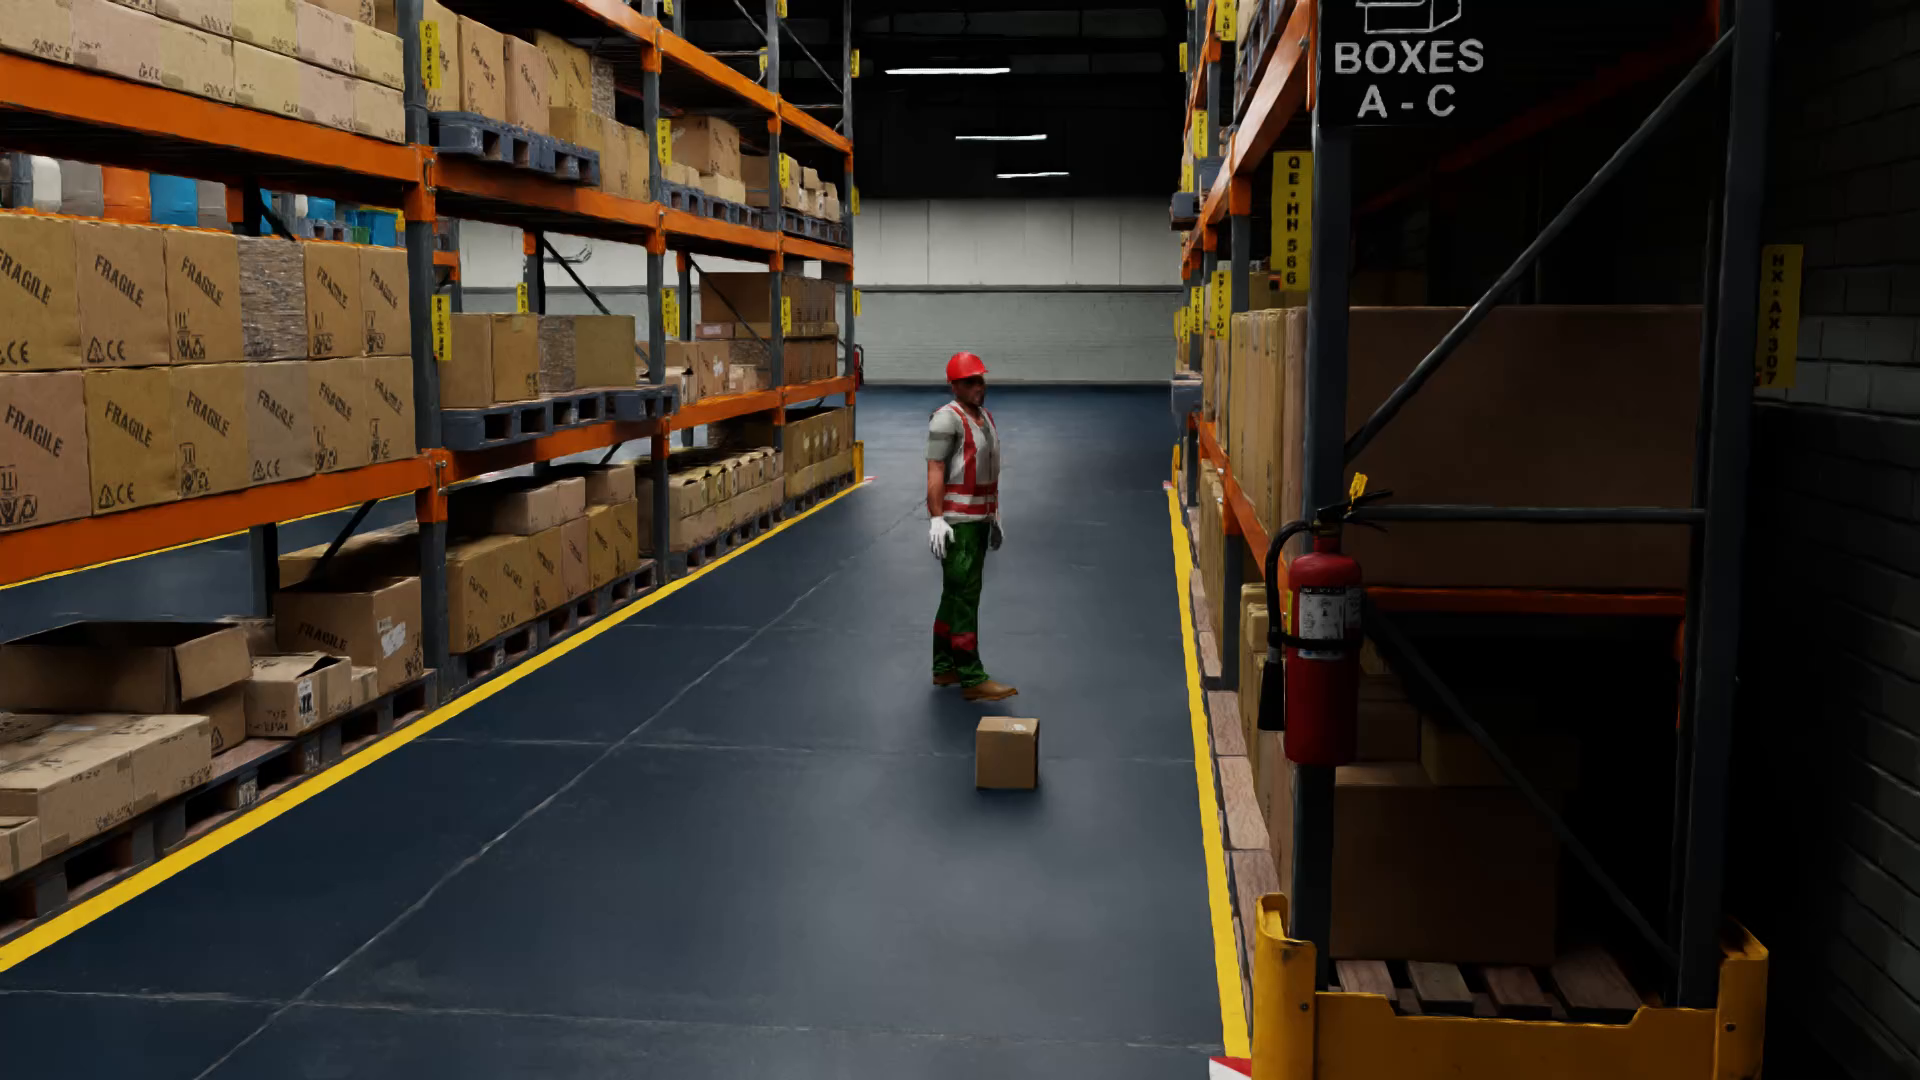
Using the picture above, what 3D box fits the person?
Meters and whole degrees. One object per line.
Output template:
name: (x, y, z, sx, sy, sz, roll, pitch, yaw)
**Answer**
person: (0.067, -0.078, 8.607, 0.586, 1.787, 0.682, 3, 8, 24)
